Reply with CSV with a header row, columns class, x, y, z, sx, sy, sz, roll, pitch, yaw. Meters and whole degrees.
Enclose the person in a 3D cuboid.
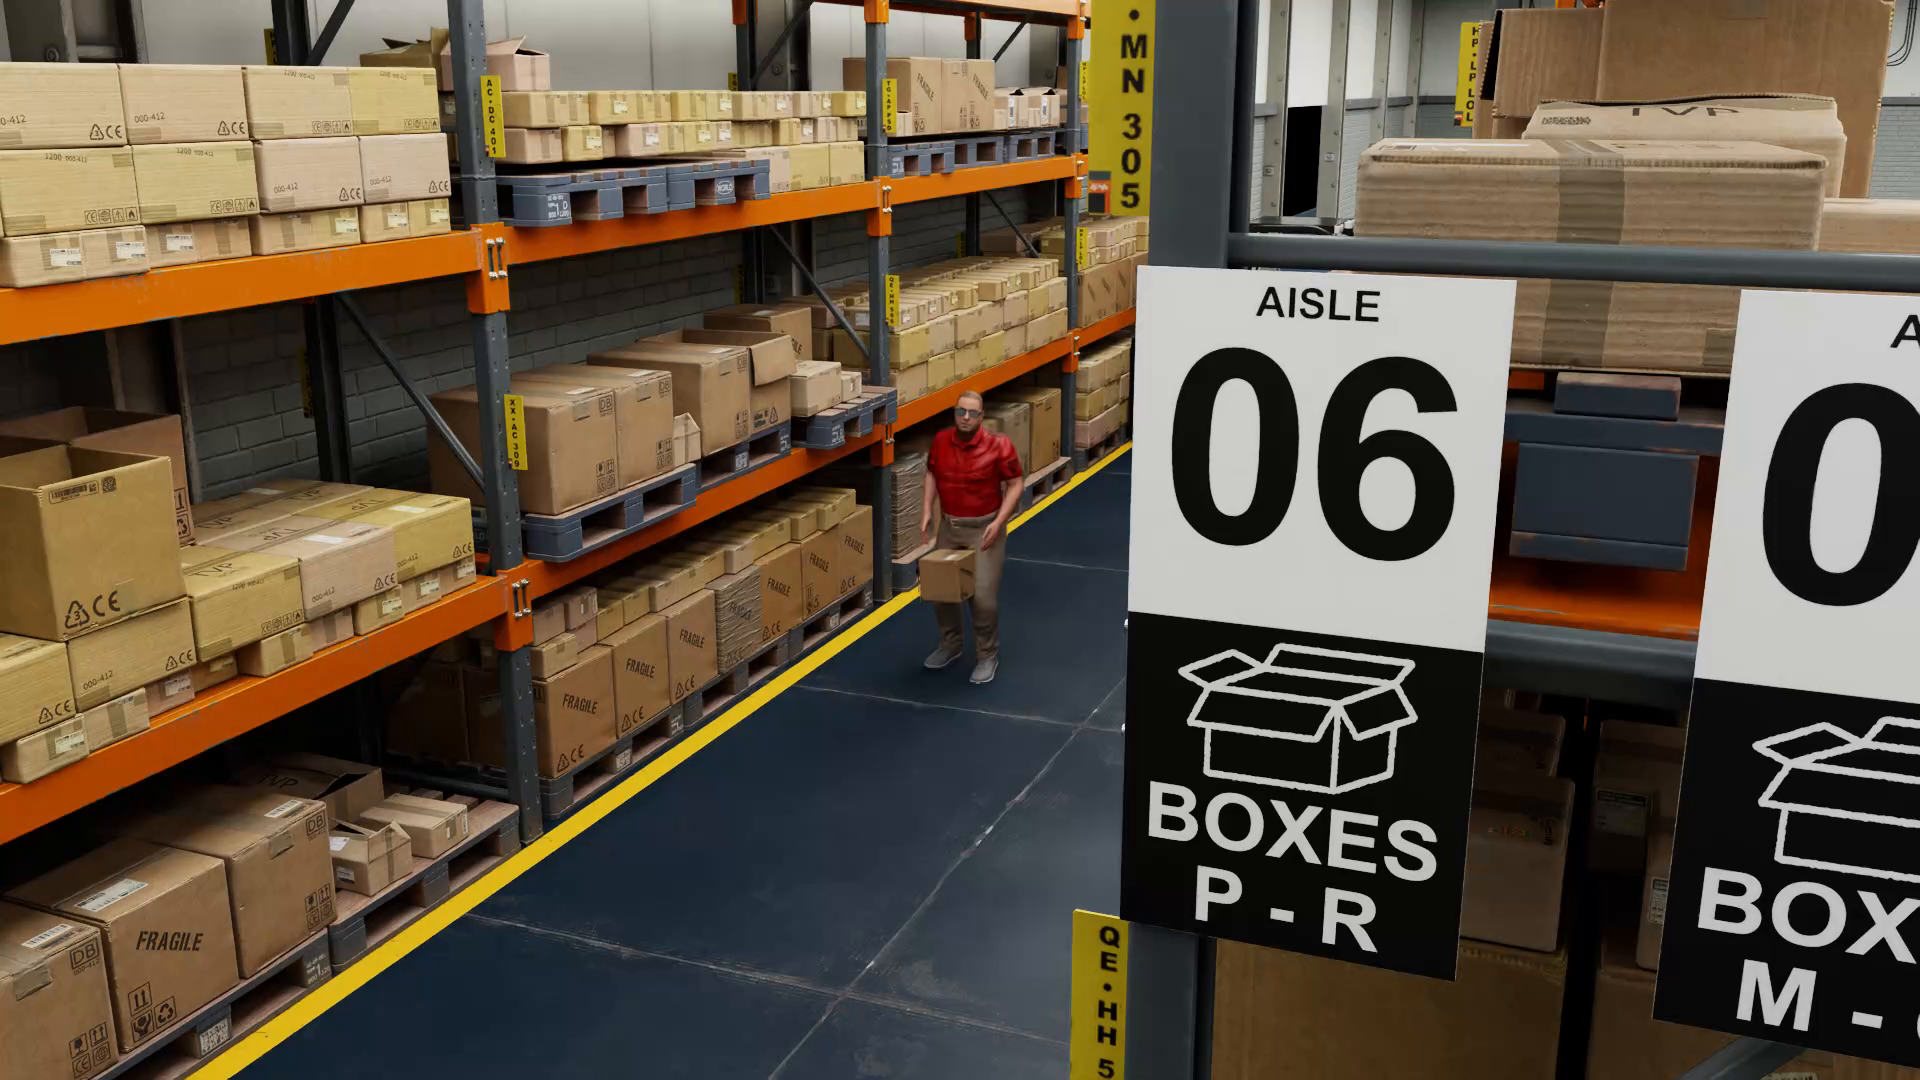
class,x,y,z,sx,sy,sz,roll,pitch,yaw
person,0.047,-0.038,9.738,0.641,1.709,0.440,8,17,27
